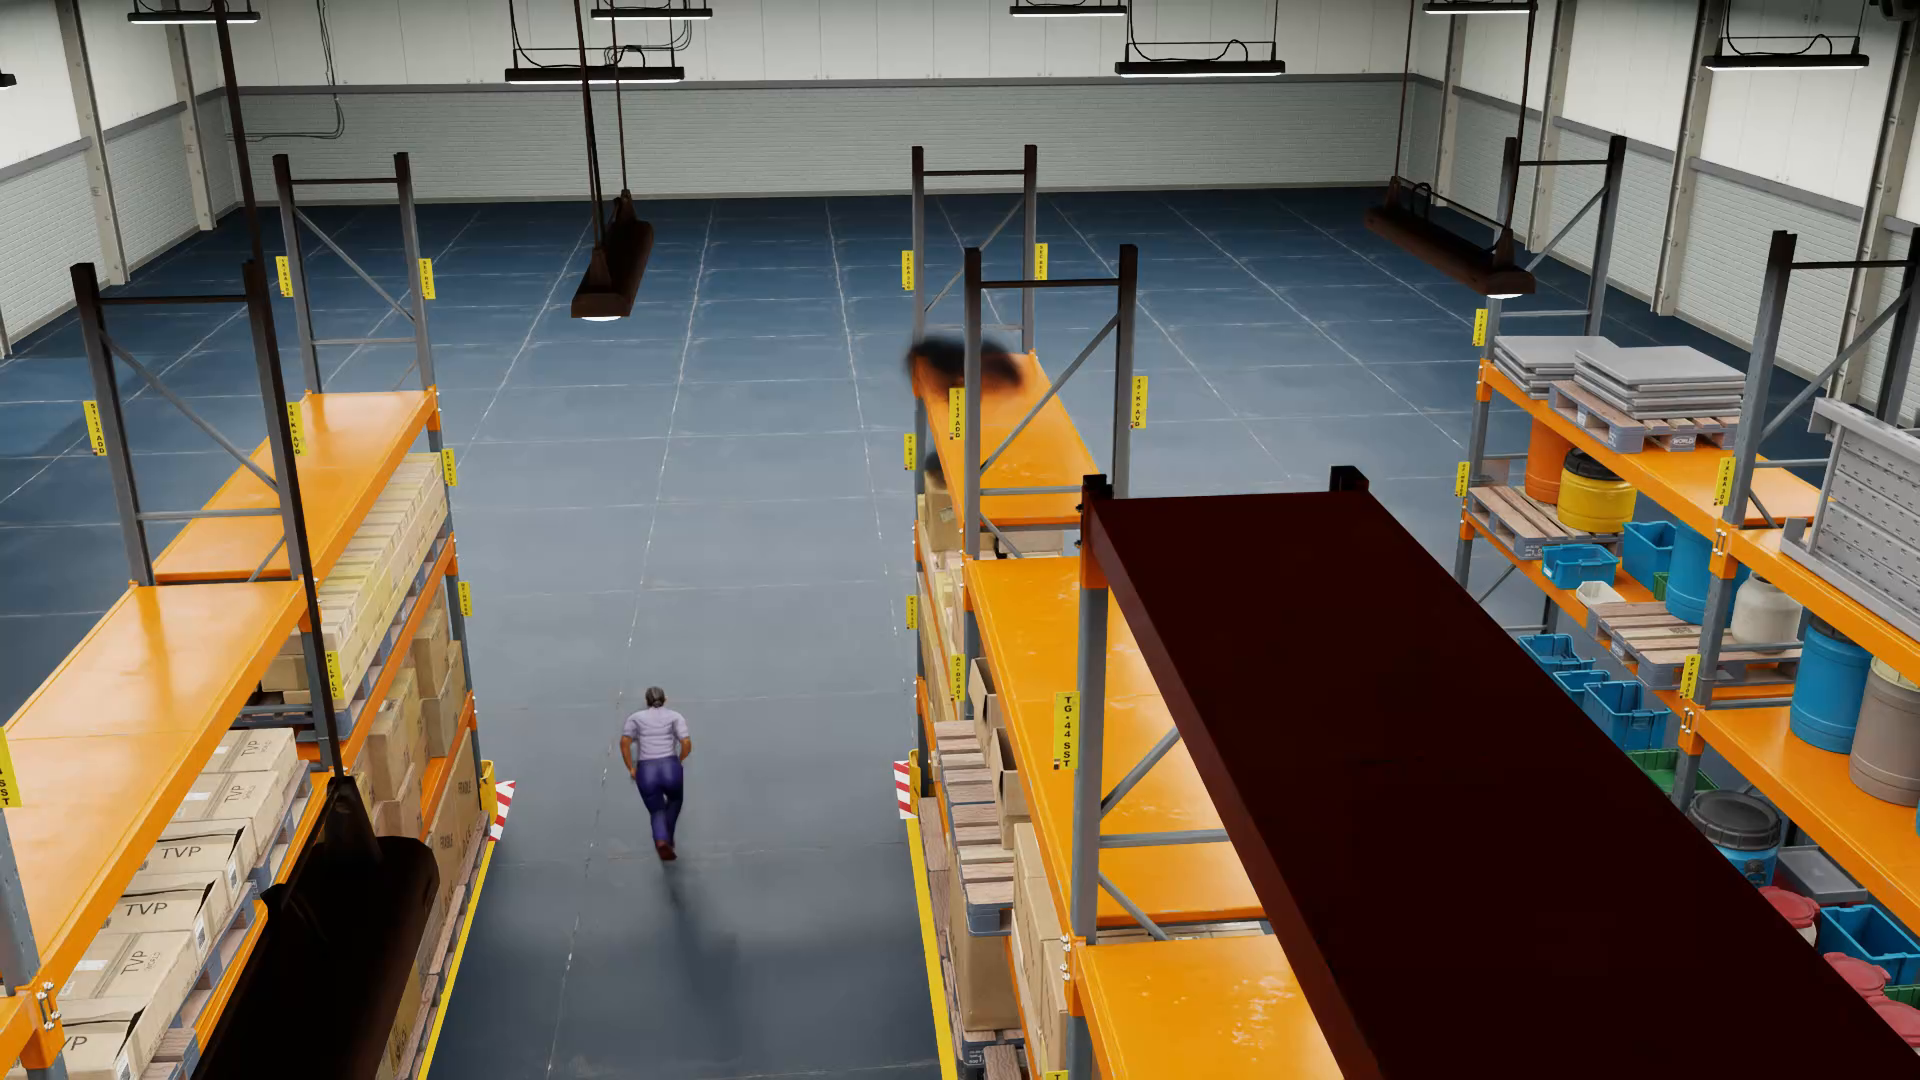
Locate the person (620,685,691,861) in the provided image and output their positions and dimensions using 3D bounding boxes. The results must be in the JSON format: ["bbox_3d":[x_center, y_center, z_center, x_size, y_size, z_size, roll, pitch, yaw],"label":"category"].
[{"bbox_3d":[-2.622,2.089,14.426,0.611,1.458,0.922,-3,22,-8],"label":"person"}]
